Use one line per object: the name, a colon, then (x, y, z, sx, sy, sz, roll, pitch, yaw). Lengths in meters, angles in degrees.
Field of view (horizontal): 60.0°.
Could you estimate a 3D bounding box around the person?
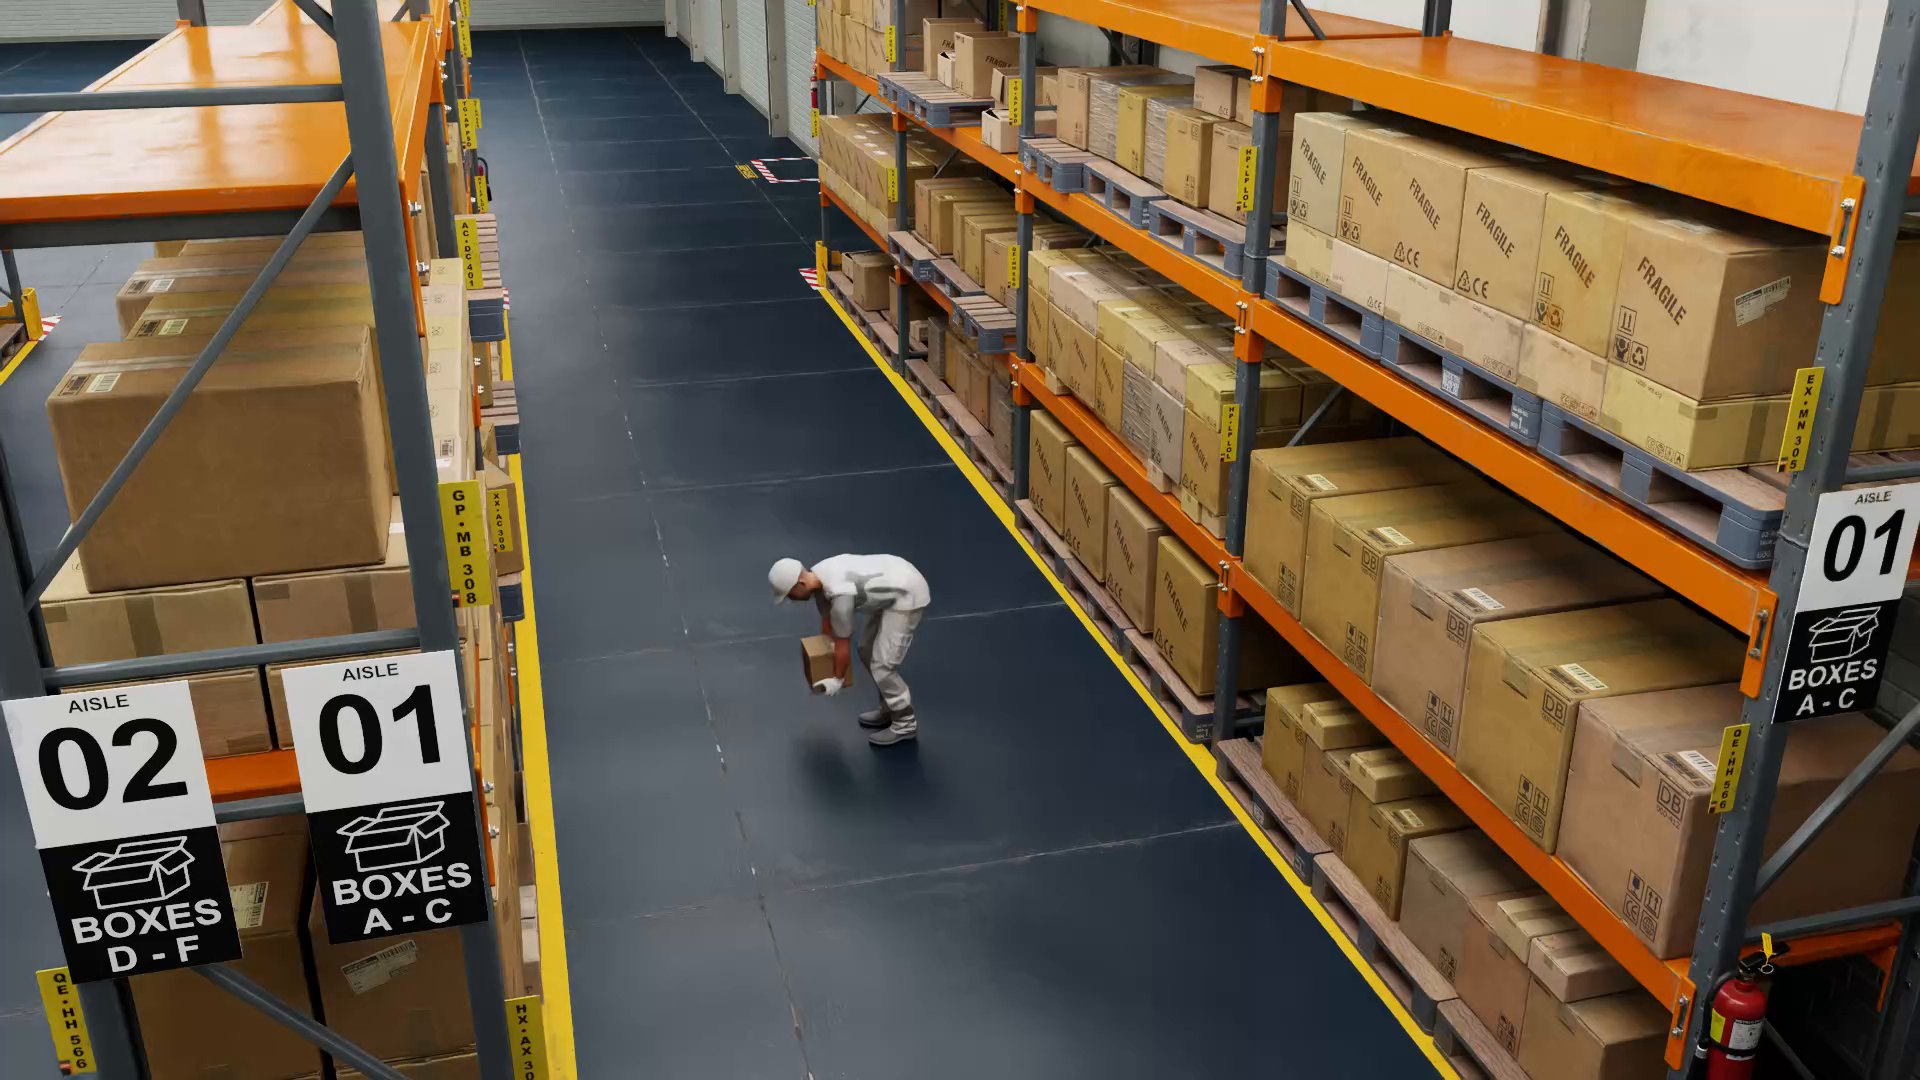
person: (-0.649, 0.629, 9.869, 0.949, 1.218, 0.493, -7, 24, -16)
